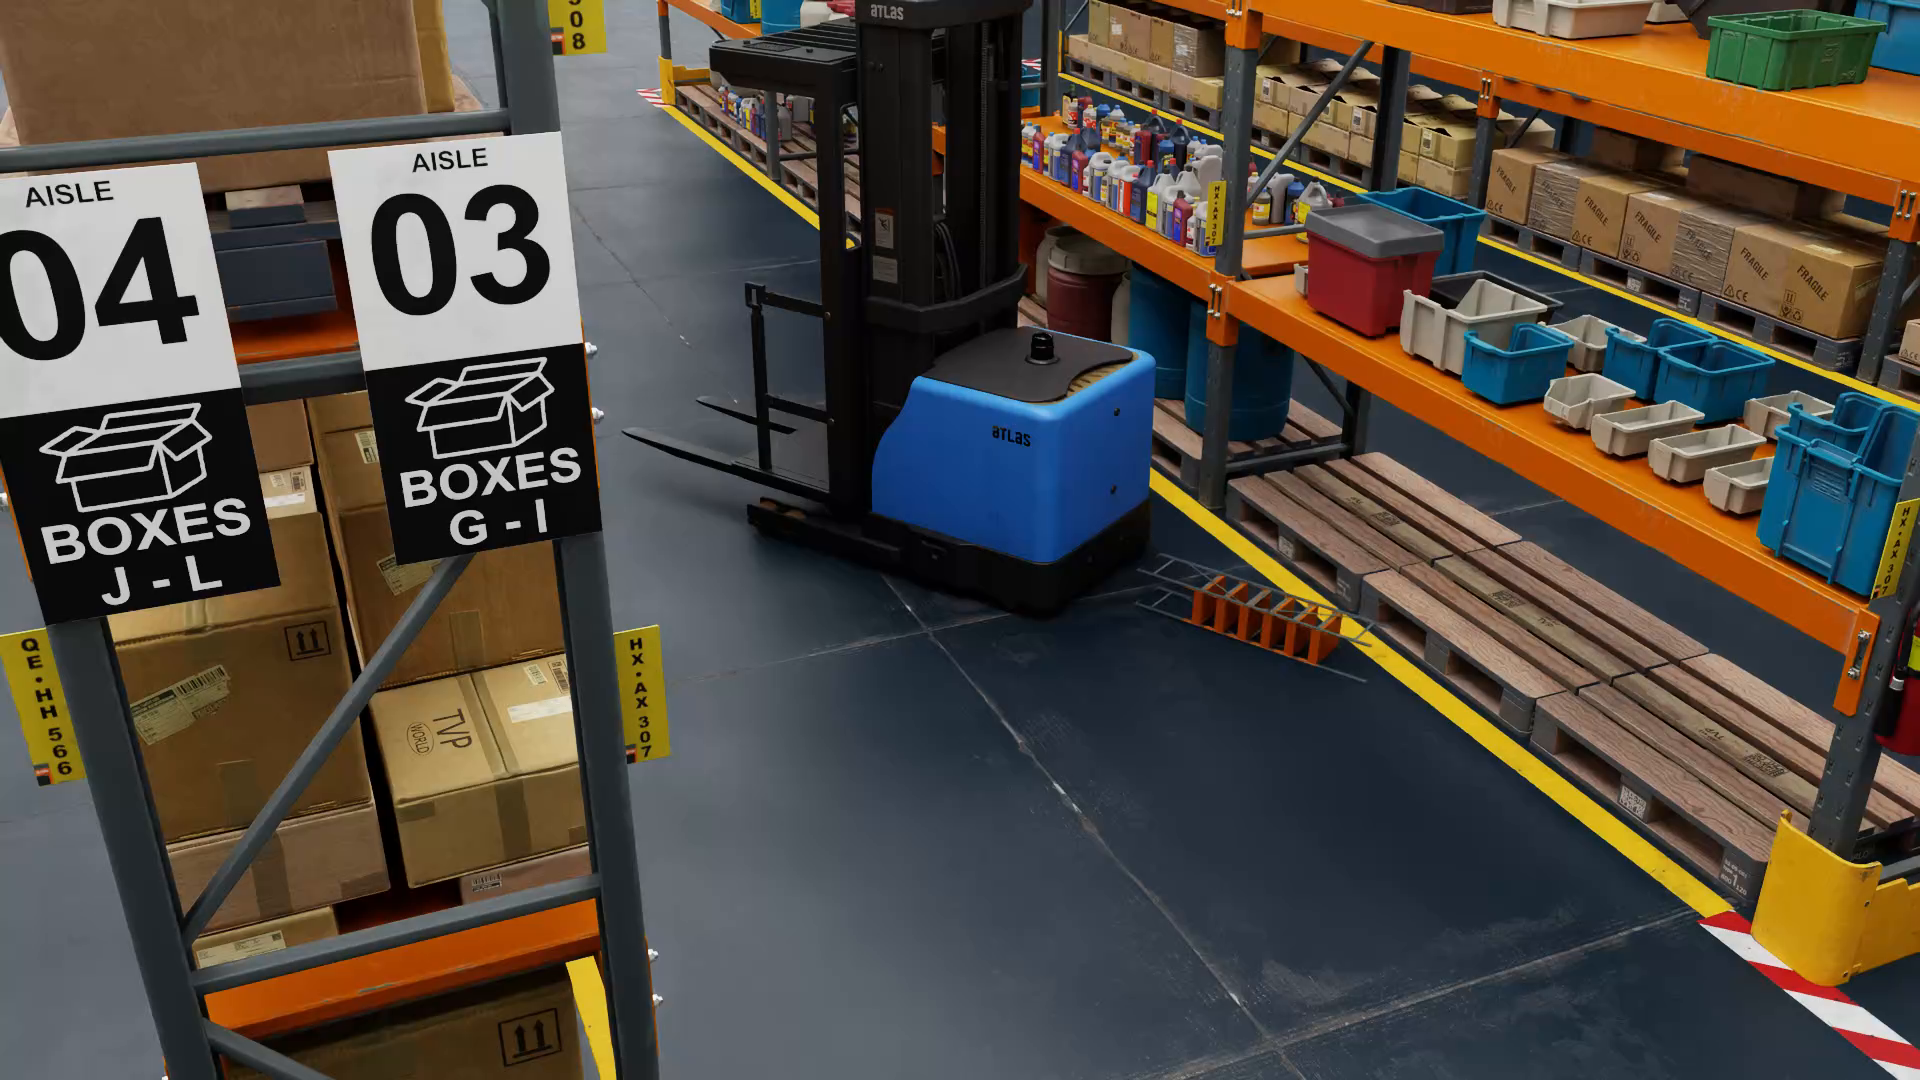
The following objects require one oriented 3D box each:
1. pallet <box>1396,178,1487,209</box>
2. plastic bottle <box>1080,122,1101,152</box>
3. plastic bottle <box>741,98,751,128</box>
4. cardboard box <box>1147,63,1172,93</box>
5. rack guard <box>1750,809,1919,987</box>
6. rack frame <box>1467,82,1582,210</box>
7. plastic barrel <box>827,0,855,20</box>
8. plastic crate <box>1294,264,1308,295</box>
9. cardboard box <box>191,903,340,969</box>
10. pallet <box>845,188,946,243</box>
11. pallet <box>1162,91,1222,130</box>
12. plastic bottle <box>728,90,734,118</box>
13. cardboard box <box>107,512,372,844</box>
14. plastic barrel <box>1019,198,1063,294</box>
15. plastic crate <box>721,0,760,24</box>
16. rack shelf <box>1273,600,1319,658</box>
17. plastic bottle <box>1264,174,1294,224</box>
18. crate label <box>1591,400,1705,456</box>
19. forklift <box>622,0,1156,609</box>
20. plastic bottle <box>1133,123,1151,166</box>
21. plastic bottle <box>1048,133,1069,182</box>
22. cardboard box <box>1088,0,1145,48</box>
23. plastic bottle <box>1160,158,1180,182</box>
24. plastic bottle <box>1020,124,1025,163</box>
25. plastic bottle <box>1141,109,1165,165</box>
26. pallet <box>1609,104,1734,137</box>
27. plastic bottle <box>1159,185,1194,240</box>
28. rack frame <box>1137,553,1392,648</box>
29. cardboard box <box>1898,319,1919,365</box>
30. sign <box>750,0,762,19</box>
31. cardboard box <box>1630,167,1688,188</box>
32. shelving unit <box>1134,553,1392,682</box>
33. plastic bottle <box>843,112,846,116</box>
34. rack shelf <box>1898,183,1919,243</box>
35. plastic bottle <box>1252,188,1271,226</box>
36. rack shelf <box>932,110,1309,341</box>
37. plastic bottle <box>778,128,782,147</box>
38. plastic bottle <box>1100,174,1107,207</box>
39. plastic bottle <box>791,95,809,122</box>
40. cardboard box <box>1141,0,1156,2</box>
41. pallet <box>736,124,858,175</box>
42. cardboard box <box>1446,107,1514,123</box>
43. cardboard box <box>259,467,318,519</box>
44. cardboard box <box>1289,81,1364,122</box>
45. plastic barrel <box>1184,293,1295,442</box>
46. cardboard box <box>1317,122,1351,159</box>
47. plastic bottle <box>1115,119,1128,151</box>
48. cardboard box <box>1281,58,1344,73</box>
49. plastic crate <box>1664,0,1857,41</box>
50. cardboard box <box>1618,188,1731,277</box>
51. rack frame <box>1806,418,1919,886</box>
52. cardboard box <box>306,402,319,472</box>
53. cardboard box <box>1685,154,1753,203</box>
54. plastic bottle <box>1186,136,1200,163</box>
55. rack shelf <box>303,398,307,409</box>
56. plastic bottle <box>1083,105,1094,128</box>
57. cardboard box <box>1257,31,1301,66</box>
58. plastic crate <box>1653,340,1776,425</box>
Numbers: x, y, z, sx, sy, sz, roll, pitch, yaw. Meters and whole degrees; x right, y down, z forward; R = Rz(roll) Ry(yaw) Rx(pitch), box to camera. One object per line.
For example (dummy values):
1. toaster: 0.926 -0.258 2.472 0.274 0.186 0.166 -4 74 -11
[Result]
1. pallet: 4.501 -3.164 14.990 1.003 0.211 1.213 -11 28 -21
2. plastic bottle: 0.790 -2.432 10.368 0.144 0.351 0.185 -11 28 -21
3. plastic bottle: -2.117 -4.302 16.745 0.152 0.276 0.135 -10 28 -20
4. cardboard box: 2.443 -5.199 18.634 0.500 0.250 0.500 -11 28 -21
5. rack guard: 3.383 1.132 5.862 1.175 0.500 0.348 -11 28 -21
6. rack frame: 4.788 -4.078 13.684 1.000 3.000 0.127 -11 28 -21
7. plastic barrel: -0.878 -4.184 13.746 0.433 0.535 0.433 0 26 0
8. plastic crate: 1.846 -1.310 8.246 0.396 0.136 0.243 -11 28 -21
9. cardboard box: -1.638 0.878 3.820 0.380 0.149 0.250 -10 28 -20
10. pallet: -0.513 -2.787 14.217 1.003 0.211 1.213 -11 28 -21
11. pallet: 2.949 -4.768 18.275 1.003 0.211 1.213 -11 28 -21
12. plastic bottle: -2.347 -4.506 17.168 0.097 0.271 0.097 0 26 0
13. cardboard box: -1.628 0.297 3.700 0.500 0.500 0.500 -10 28 -20
14. plastic barrel: 0.436 -2.248 11.929 0.600 0.830 0.708 -11 28 -21
15. plastic crate: -2.021 -5.177 16.103 0.499 0.251 0.616 -11 28 -21
16. rack shelf: 1.560 0.406 7.703 0.103 0.180 0.258 19 30 31
17. plastic bottle: 1.821 -1.958 9.483 0.152 0.276 0.135 -11 28 -21
18. crate label: 2.644 -0.433 6.451 0.396 0.136 0.243 -11 28 -21
19. forklift: -0.514 -1.477 8.435 3.031 2.935 1.130 17 31 31
20. plastic bottle: 1.167 -2.525 10.636 0.061 0.283 0.133 -11 28 -21
21. plastic bottle: 0.644 -2.383 10.353 0.152 0.276 0.135 -11 28 -21
22. cardboard box: 1.858 -6.142 19.711 0.500 0.500 0.500 -11 28 -21
23. plastic bottle: 1.194 -2.006 9.496 0.144 0.351 0.185 -11 28 -21
24. plastic bottle: 0.383 -2.604 10.798 0.061 0.283 0.133 -11 28 -21
25. plastic bottle: 1.251 -2.584 10.679 0.144 0.351 0.185 -11 28 -21
26. pallet: 5.554 -3.208 12.120 1.003 0.211 1.213 -11 28 -21
27. plastic bottle: 1.200 -1.809 9.178 0.152 0.276 0.135 -11 28 -21
28. rack frame: 1.405 0.270 7.765 1.200 0.006 0.240 19 30 31
29. cardboard box: 6.320 -1.246 10.447 0.500 0.311 0.500 -11 28 -21
30. sign: -1.848 -4.878 15.006 0.100 0.325 0.005 -11 28 -21
31. cardboard box: 5.573 -2.606 13.017 0.500 0.500 0.500 -12 28 -22
32. shelving unit: 1.402 0.352 7.805 1.200 0.189 0.258 19 30 31
33. plastic bottle: -1.211 -4.147 16.428 0.152 0.276 0.135 -10 28 -19
34. rack shelf: 7.138 -1.333 8.881 1.077 0.370 4.000 -11 28 -21
35. plastic bottle: 1.714 -1.896 9.440 0.097 0.201 0.097 0 26 0
36. rack shelf: 1.012 -2.098 10.448 1.077 0.370 4.000 -11 28 -21
37. plastic bottle: -1.767 -3.877 15.959 0.097 0.201 0.097 0 26 0
38. plastic bottle: 0.880 -2.076 9.809 0.097 0.201 0.097 0 26 0
39. plastic bottle: -1.639 -4.427 17.000 0.152 0.276 0.135 -11 28 -21
40. cardboard box: 2.139 -6.433 20.306 0.500 0.500 0.500 -11 28 -21
41. pallet: -1.562 -3.869 16.433 1.003 0.211 1.213 -11 28 -21
42. cardboard box: 4.640 -3.756 15.040 0.500 0.311 0.500 -11 28 -22
43. cardboard box: -2.235 0.016 5.131 0.500 0.250 0.500 -11 28 -21
44. cardboard box: 3.549 -4.277 16.107 0.500 0.311 0.500 -12 28 -22
45. plastic barrel: 1.598 -1.082 9.460 0.600 0.901 0.708 -11 28 -21
46. cardboard box: 3.754 -3.820 15.810 0.500 0.250 0.500 -10 28 -20
47. plastic bottle: 1.089 -2.710 11.108 0.097 0.201 0.097 0 26 0
48. cardboard box: 3.644 -4.784 17.145 0.500 0.311 0.500 -11 28 -21
49. plastic crate: 3.016 -1.983 6.044 0.504 0.338 0.767 -11 28 -21
50. cardboard box: 5.314 -2.296 12.382 0.500 0.500 0.500 -12 28 -22
51. rack frame: 3.362 0.001 5.329 1.000 3.000 0.127 -11 28 -21
52. cardboard box: -2.143 -0.487 6.161 0.500 0.250 0.500 -10 28 -19
53. cardboard box: 5.801 -2.718 12.391 0.500 0.250 0.500 -11 28 -22
54. plastic bottle: 1.453 -2.367 10.325 0.097 0.271 0.097 0 26 0
55. rack shelf: -3.545 -1.247 8.705 1.077 0.370 4.000 -11 28 -21
56. plastic bottle: 0.898 -2.906 11.510 0.097 0.201 0.097 0 26 0
57. cardboard box: 3.328 -5.224 17.831 0.500 0.500 0.500 -11 28 -21
58. plastic crate: 3.052 -0.638 6.761 0.416 0.233 0.300 -11 28 -21
